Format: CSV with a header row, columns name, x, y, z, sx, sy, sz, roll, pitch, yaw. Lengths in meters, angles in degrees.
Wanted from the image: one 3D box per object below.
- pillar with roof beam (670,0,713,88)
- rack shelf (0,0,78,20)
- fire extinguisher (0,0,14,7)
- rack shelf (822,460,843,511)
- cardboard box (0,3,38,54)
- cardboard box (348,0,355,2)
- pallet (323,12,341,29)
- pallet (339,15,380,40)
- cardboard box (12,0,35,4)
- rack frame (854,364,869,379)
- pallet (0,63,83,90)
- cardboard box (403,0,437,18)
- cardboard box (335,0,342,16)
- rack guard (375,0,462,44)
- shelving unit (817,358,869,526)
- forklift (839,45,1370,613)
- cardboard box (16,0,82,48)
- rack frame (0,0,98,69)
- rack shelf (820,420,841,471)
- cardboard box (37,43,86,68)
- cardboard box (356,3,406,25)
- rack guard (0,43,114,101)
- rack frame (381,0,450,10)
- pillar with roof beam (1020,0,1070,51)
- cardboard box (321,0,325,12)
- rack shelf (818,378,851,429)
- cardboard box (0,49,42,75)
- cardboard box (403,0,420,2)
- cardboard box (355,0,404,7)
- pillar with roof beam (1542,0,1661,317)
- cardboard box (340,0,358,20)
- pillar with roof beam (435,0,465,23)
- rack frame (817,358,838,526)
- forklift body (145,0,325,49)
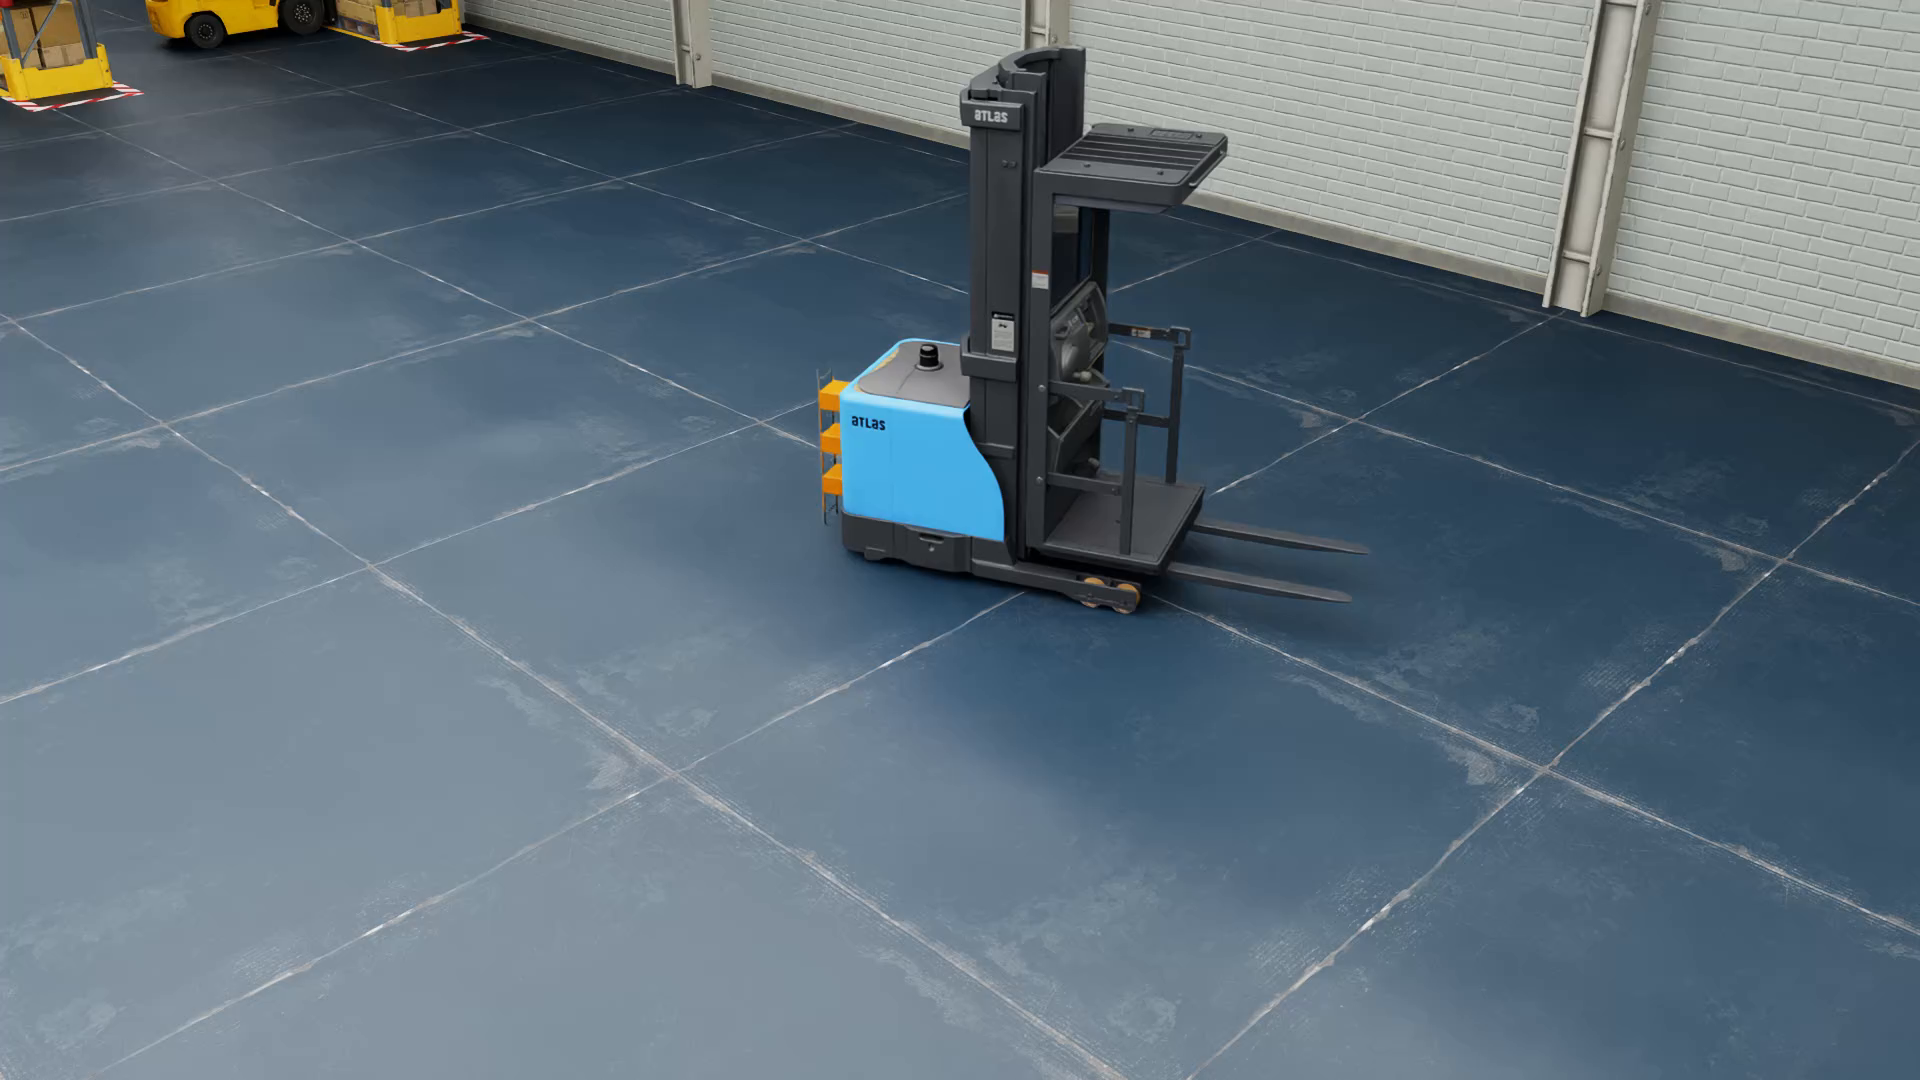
name,x,y,z,sx,sy,sz,roll,pitch,yaw
pillar with roof beam,-6.430,-8.426,16.606,0.400,9.000,9.100,25,36,38
rack shelf,-12.729,-7.317,21.715,4.000,0.370,1.077,25,36,38
fire extinguisher,-11.544,-6.758,19.962,0.183,0.674,0.296,25,36,38
rack shelf,-0.702,-0.319,10.349,0.240,0.259,0.215,10,29,19
cardboard box,-12.057,-6.458,21.006,0.500,0.500,0.500,25,37,39
cardboard box,-8.742,-8.043,24.290,0.500,0.250,0.500,24,36,38
pallet,-9.266,-8.030,25.295,1.213,0.211,1.003,25,36,38
pallet,-8.400,-7.632,24.538,1.213,0.211,1.003,25,36,38
cardboard box,-12.077,-6.815,21.685,0.500,0.500,0.500,23,35,37
rack frame,-0.588,-0.554,10.175,0.008,1.050,0.200,10,29,19
pallet,-11.911,-6.050,21.529,1.213,0.211,1.003,25,36,38
cardboard box,-8.038,-7.825,24.412,0.500,0.250,0.500,25,37,39
cardboard box,-9.080,-7.980,24.706,0.500,0.250,0.500,-25,37,-39
rack guard,-7.808,-7.517,24.008,0.348,0.500,1.175,25,36,38
shelving unit,-0.702,-0.574,10.214,0.252,1.050,0.215,10,29,19
forklift,0.857,-1.160,9.308,3.031,2.935,1.130,10,29,19
cardboard box,-11.701,-6.646,21.363,0.500,0.500,0.500,23,36,37
rack frame,-11.303,-6.982,20.306,0.127,3.000,1.000,25,36,38
rack shelf,-0.702,-0.565,10.219,0.240,0.259,0.215,10,29,19
cardboard box,-11.684,-6.306,21.523,0.500,0.250,0.500,24,36,38
cardboard box,-8.382,-7.648,24.076,0.500,0.250,0.500,25,37,39
rack guard,-11.357,-5.901,20.935,0.348,0.500,1.175,25,36,38
rack frame,-7.825,-8.631,23.441,0.127,3.000,1.000,25,36,38
pillar with roof beam,-2.151,-6.468,12.882,0.400,9.000,9.100,25,36,38
cardboard box,-9.466,-8.142,25.014,0.500,0.250,0.500,-24,36,-38
rack shelf,-0.702,-0.816,10.087,0.240,0.259,0.215,10,29,19
cardboard box,-12.085,-6.134,21.195,0.500,0.250,0.500,24,36,38
cardboard box,-8.015,-8.043,24.290,0.500,0.250,0.500,-25,36,-38
cardboard box,-8.391,-7.876,23.972,0.500,0.250,0.500,24,36,38
pillar with roof beam,2.127,-4.511,9.159,0.400,9.000,9.100,25,36,38
cardboard box,-8.730,-7.814,24.390,0.500,0.250,0.500,25,36,38
pillar with roof beam,-10.708,-10.384,20.329,0.400,9.000,9.100,25,36,38
rack frame,-0.815,-0.595,10.254,0.008,1.050,0.200,10,29,19
forklift body,-10.456,-8.269,23.664,1.214,2.155,2.313,25,36,38
